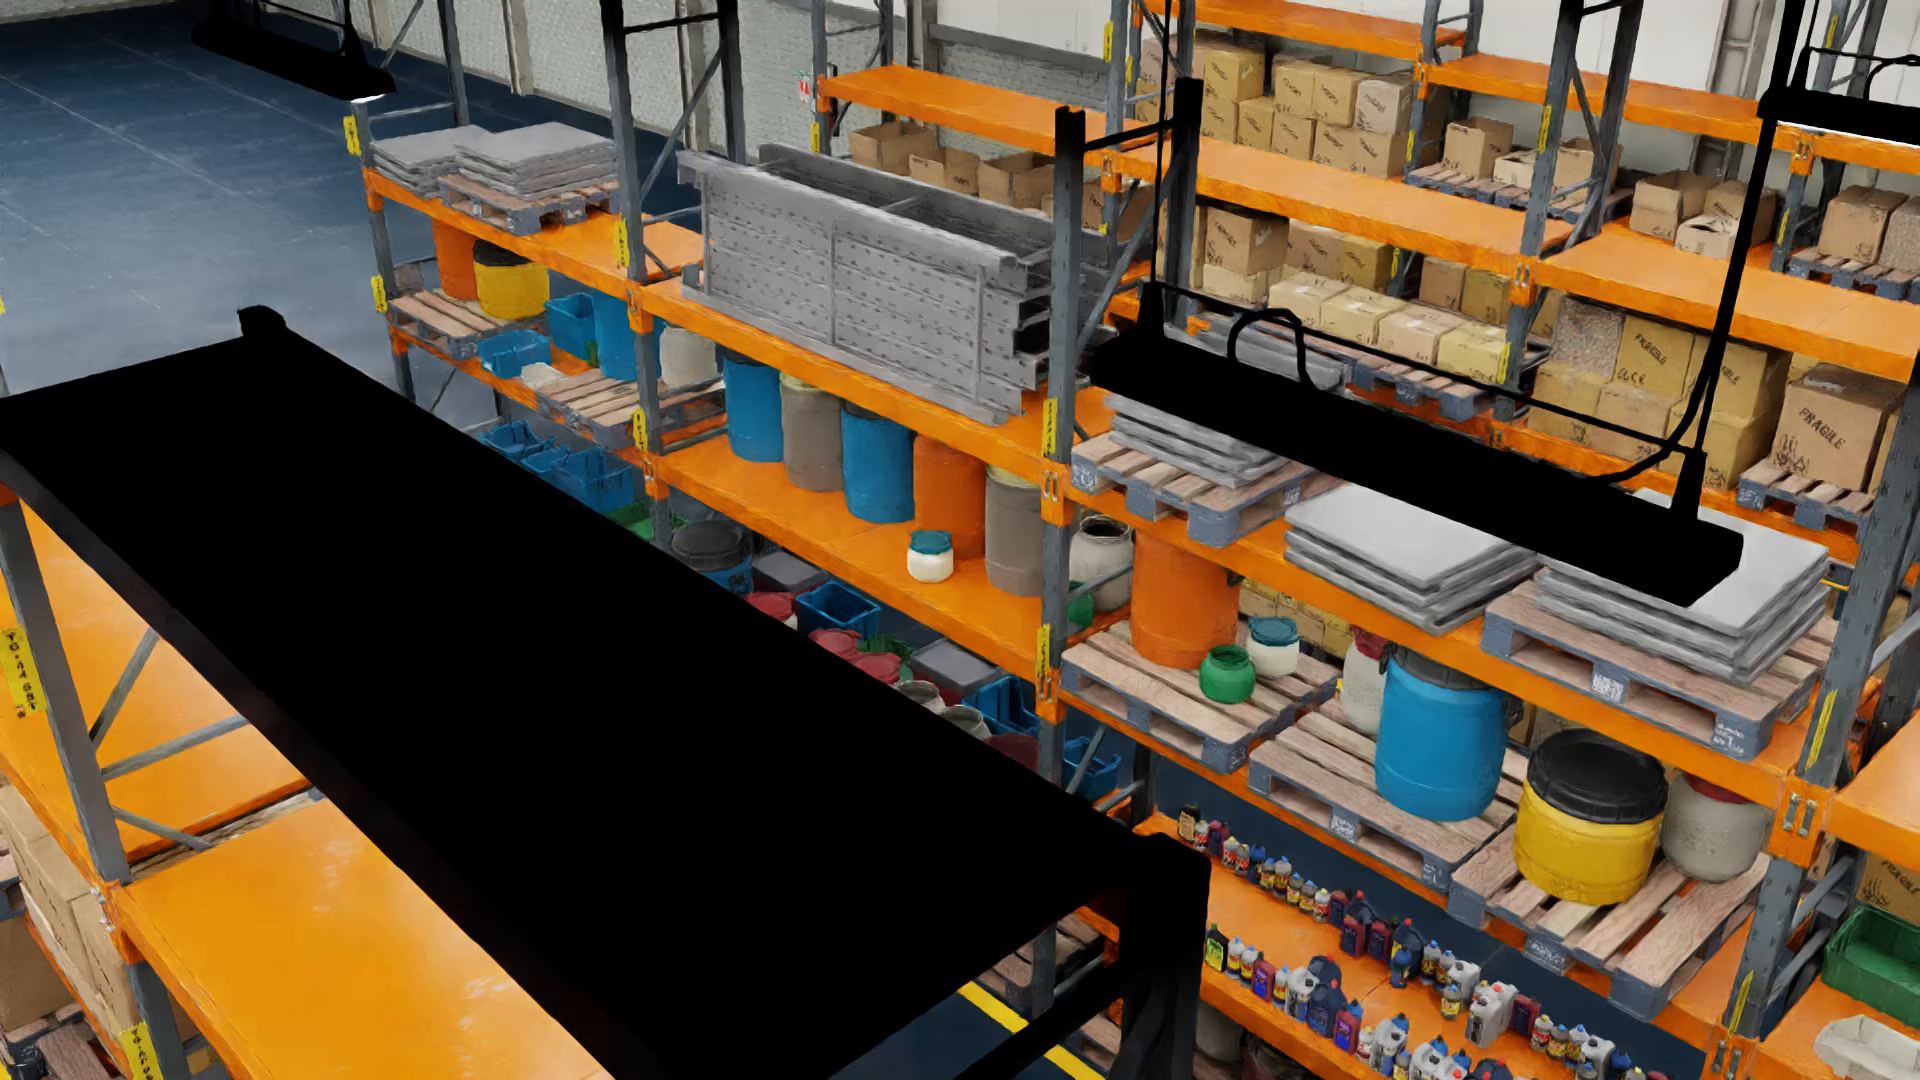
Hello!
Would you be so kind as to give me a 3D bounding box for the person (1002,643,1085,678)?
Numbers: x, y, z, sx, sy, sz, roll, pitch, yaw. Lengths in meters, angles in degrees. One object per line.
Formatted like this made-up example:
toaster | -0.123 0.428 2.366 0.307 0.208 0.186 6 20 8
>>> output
person | 0.751 0.579 13.990 1.116 1.638 0.547 25 37 38
